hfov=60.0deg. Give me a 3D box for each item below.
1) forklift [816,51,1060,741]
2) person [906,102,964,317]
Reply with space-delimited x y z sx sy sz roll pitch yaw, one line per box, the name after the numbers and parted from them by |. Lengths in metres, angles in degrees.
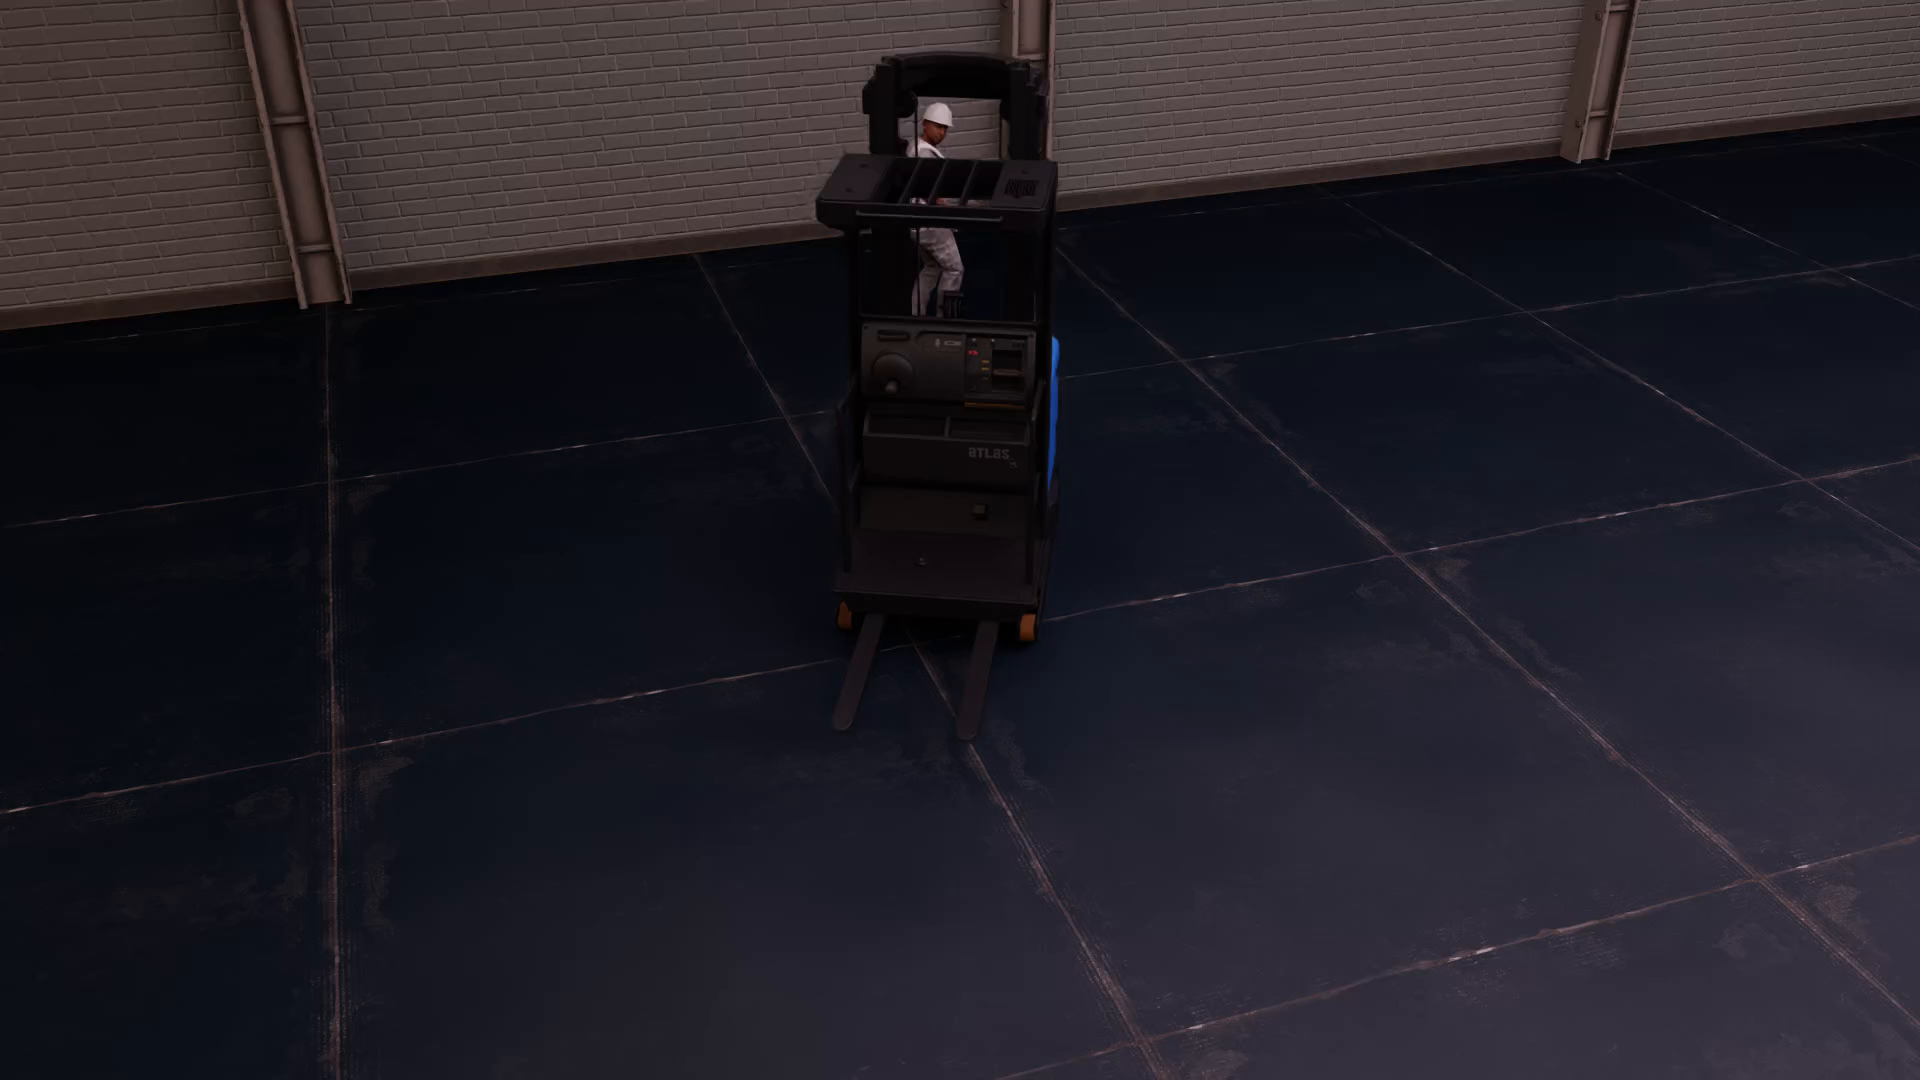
-0.088 -0.894 8.641 1.130 2.935 3.031 4 30 6 | forklift
-0.183 -2.402 12.470 0.521 1.737 0.768 -8 31 -14 | person
